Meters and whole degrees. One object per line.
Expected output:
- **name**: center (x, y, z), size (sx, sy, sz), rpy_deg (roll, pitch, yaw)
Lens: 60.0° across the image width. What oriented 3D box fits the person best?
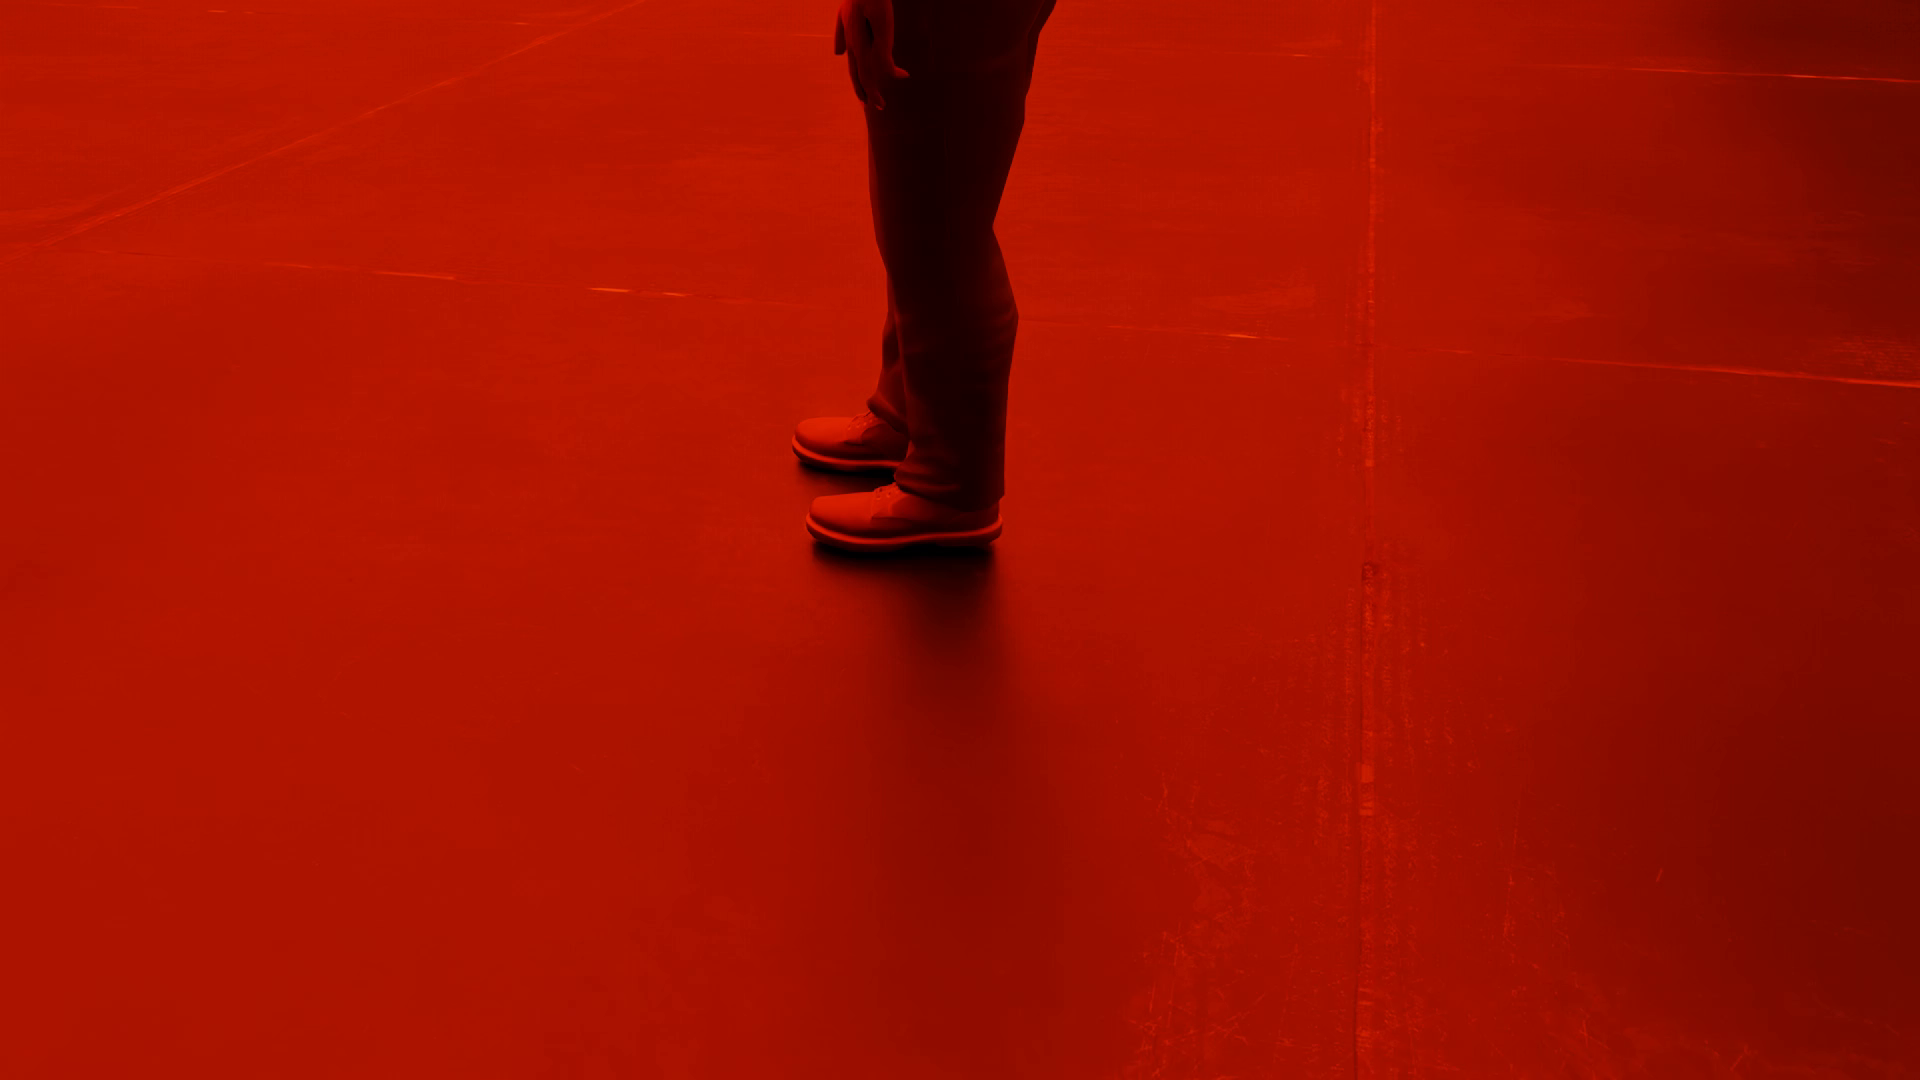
- **person**: center (-0.081, -0.757, 2.161), size (0.504, 1.643, 0.569), rpy_deg (6, 27, 11)
